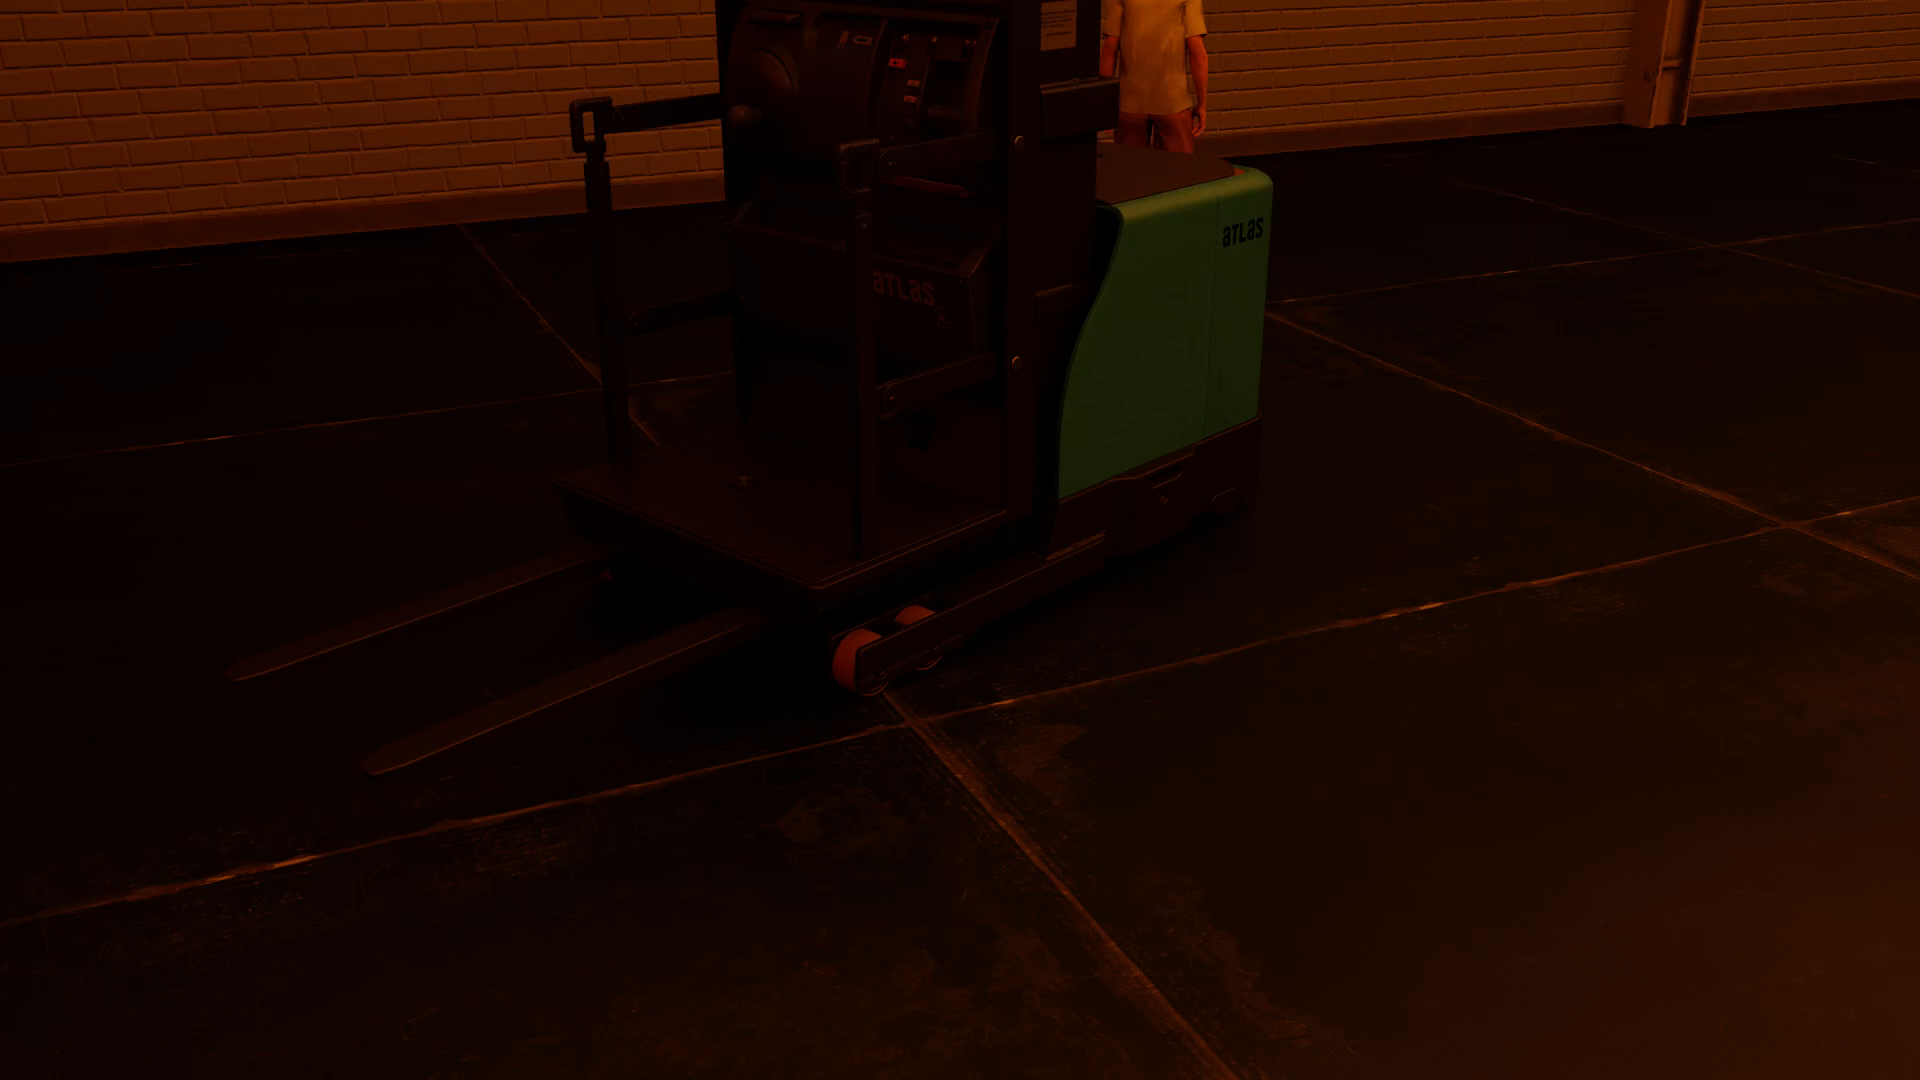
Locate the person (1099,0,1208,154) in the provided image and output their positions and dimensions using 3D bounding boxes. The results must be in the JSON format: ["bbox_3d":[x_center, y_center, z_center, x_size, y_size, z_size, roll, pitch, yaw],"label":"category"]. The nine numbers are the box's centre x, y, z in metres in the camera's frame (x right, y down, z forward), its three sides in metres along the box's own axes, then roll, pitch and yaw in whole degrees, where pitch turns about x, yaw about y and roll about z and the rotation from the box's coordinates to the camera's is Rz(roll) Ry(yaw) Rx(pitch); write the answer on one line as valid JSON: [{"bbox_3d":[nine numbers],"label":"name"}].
[{"bbox_3d":[0.899,-1.982,7.700,0.514,1.671,0.365,6,23,13],"label":"person"}]

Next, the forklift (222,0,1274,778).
[{"bbox_3d":[-0.413,-1.182,4.131,1.130,2.935,3.031,19,29,39],"label":"forklift"}]
